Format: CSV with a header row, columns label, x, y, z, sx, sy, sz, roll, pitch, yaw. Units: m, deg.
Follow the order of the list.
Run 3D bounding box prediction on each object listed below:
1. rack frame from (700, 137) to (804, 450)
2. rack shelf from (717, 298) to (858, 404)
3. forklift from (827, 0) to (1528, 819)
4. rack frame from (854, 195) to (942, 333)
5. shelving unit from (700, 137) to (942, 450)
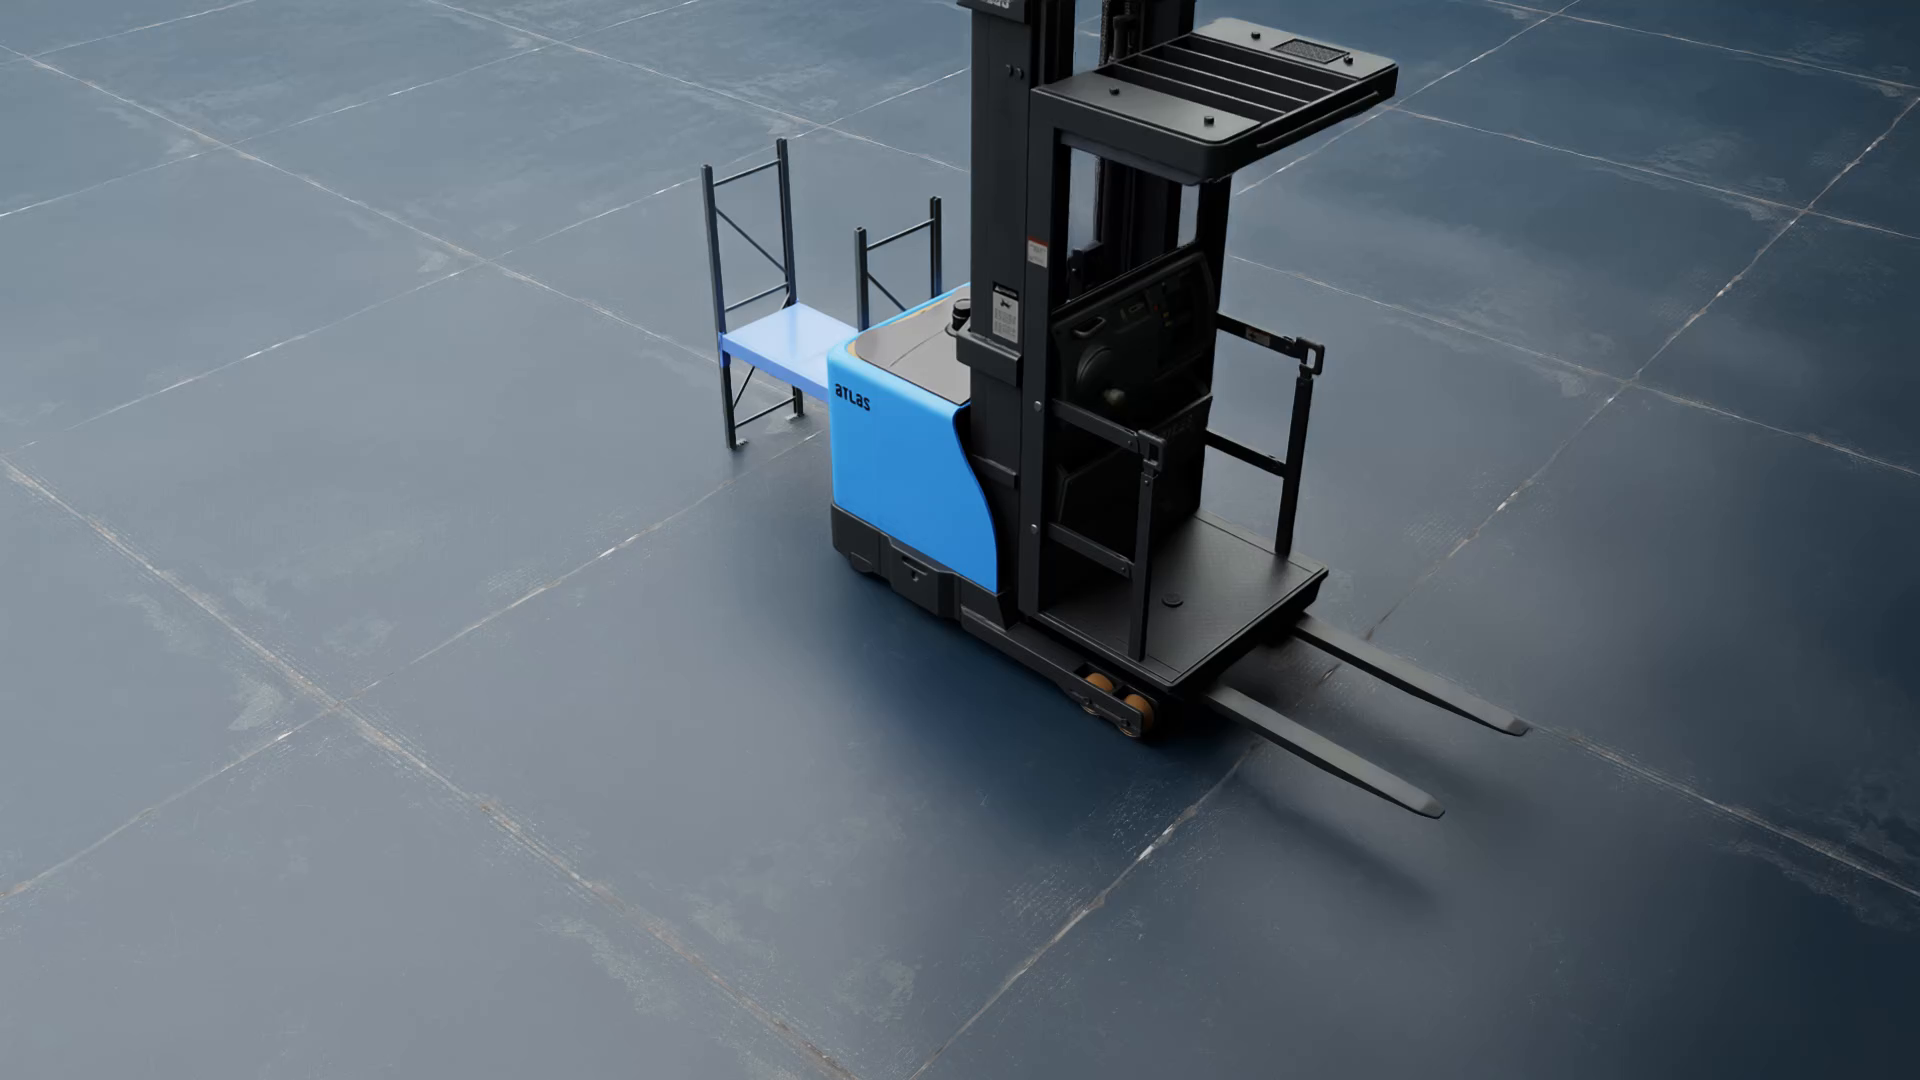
label,x,y,z,sx,sy,sz,roll,pitch,yaw
rack frame,-1.002,-1.184,8.149,0.032,1.500,0.500,28,43,35
rack shelf,-0.634,-0.837,7.962,1.000,0.185,0.538,28,43,35
forklift,0.831,-0.761,6.269,3.031,2.935,1.130,28,43,35
rack frame,-0.265,-0.787,7.572,0.032,1.500,0.500,28,43,35
shelving unit,-0.634,-0.986,7.860,1.048,1.500,0.538,28,43,35
